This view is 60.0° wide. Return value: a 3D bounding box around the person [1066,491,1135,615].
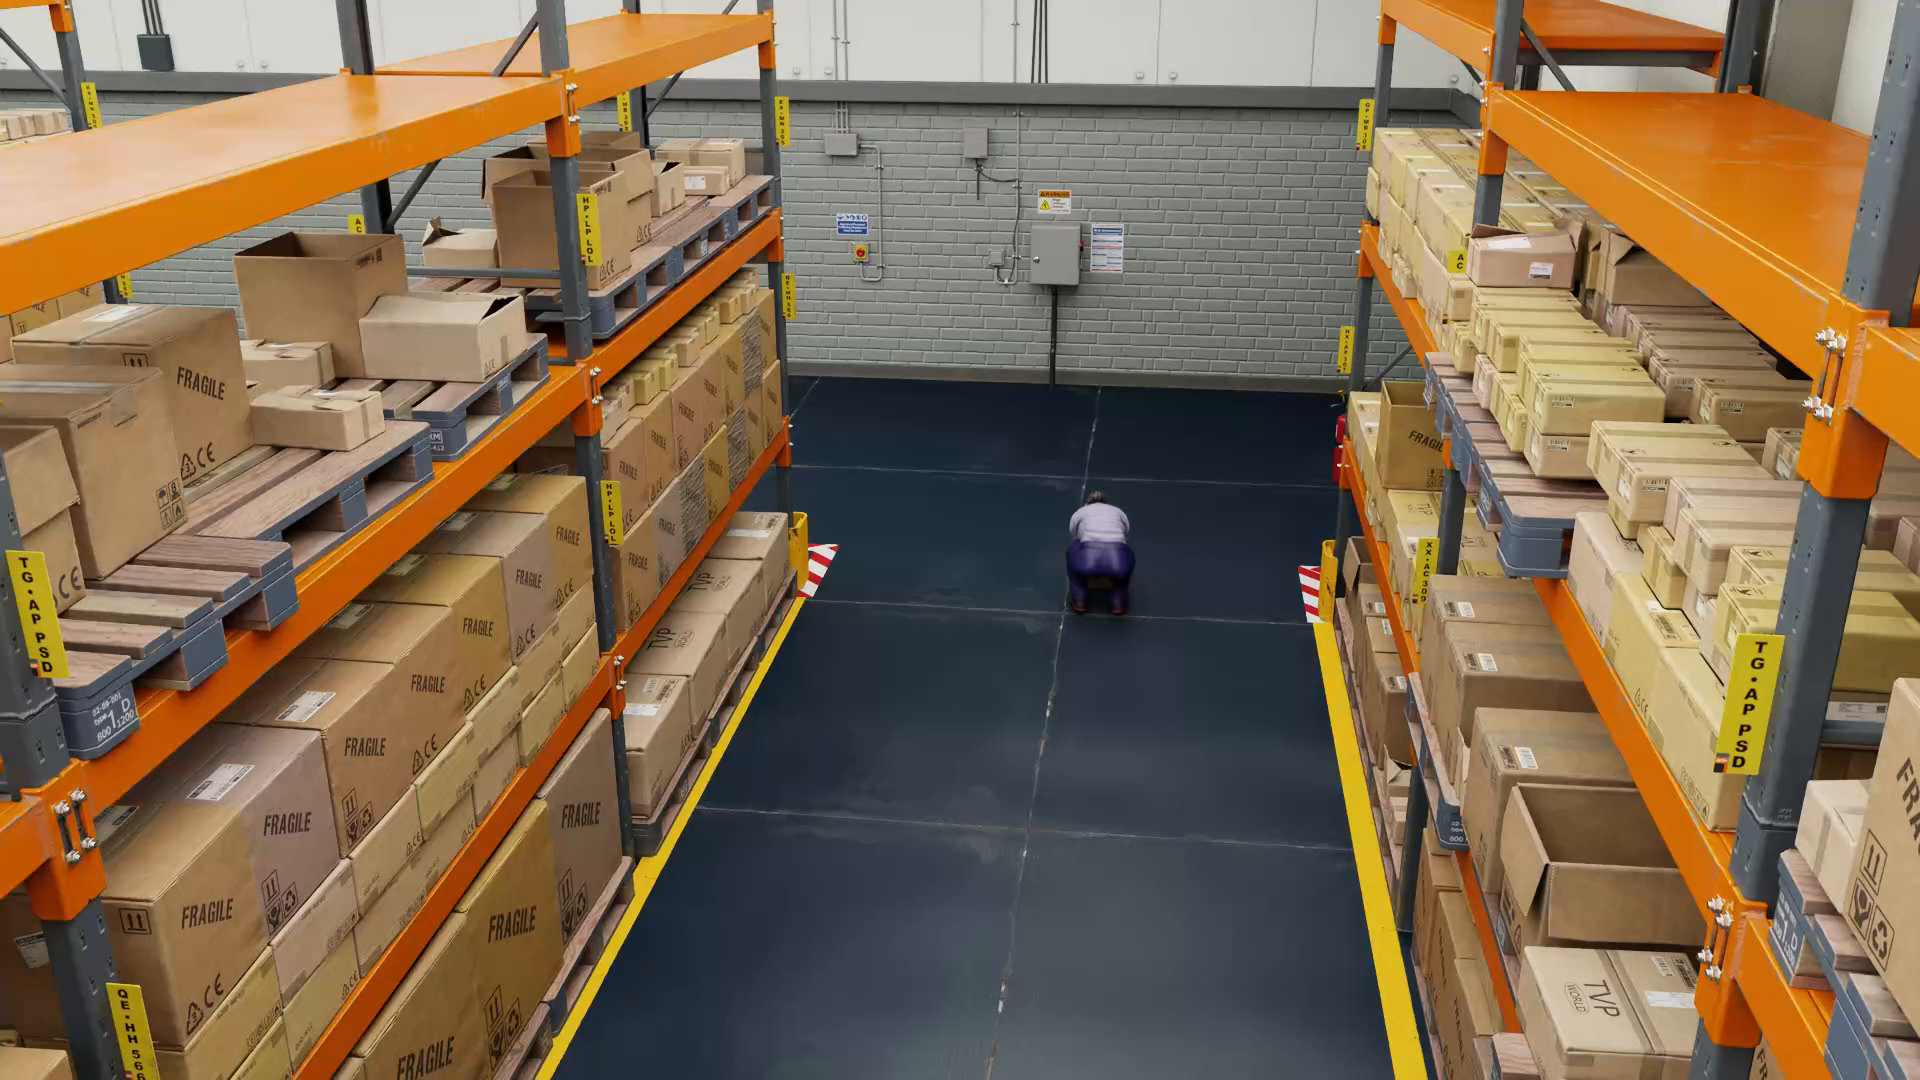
[{"bbox_3d":[1.024,0.126,12.129,0.513,0.747,0.870,2,21,5],"label":"person"}]
